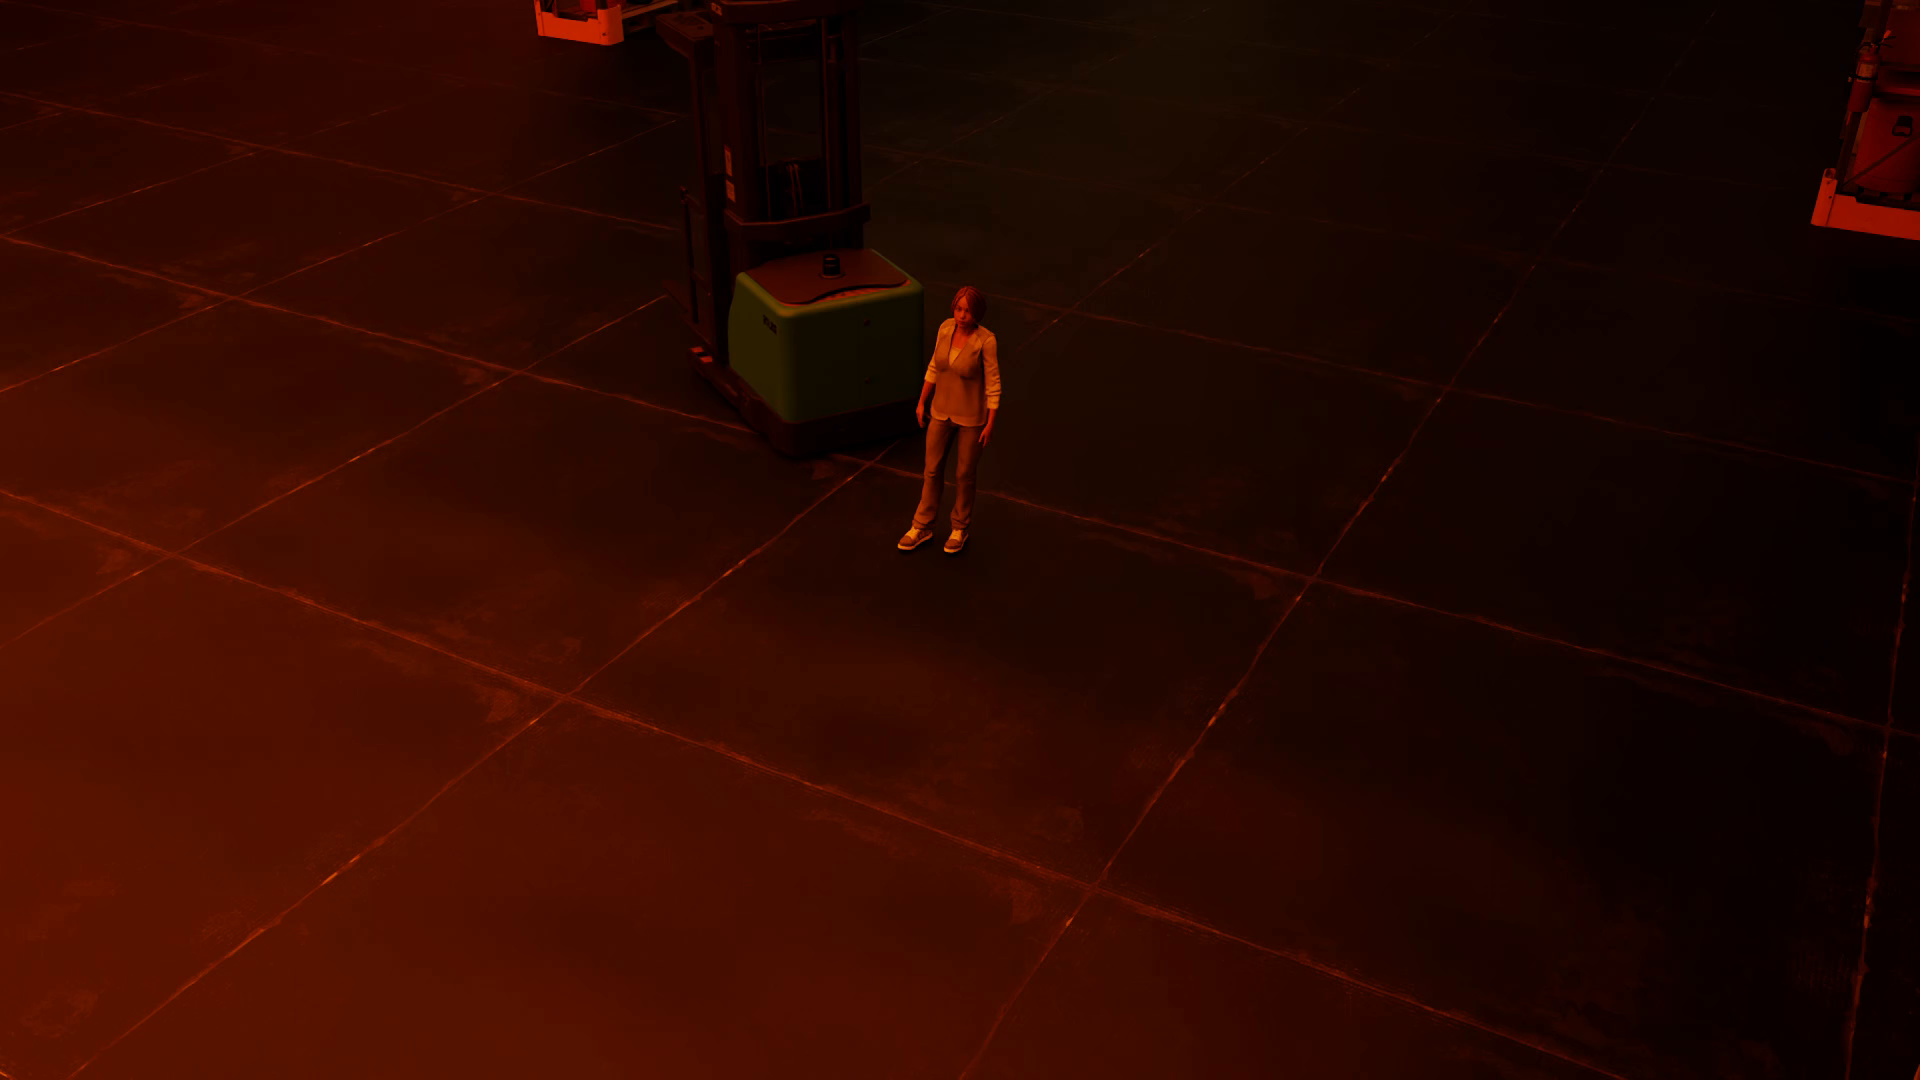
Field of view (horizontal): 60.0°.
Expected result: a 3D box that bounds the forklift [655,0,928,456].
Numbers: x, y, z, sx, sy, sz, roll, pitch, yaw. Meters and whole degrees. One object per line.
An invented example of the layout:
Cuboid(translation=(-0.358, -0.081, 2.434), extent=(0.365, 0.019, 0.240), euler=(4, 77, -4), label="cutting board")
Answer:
Cuboid(translation=(-1.349, -2.524, 11.445), extent=(1.130, 2.935, 3.031), euler=(-15, 33, -24), label="forklift")

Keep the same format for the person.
Cuboid(translation=(-0.049, -0.669, 9.549), extent=(0.520, 1.599, 0.473), euler=(15, 33, 25), label="person")
